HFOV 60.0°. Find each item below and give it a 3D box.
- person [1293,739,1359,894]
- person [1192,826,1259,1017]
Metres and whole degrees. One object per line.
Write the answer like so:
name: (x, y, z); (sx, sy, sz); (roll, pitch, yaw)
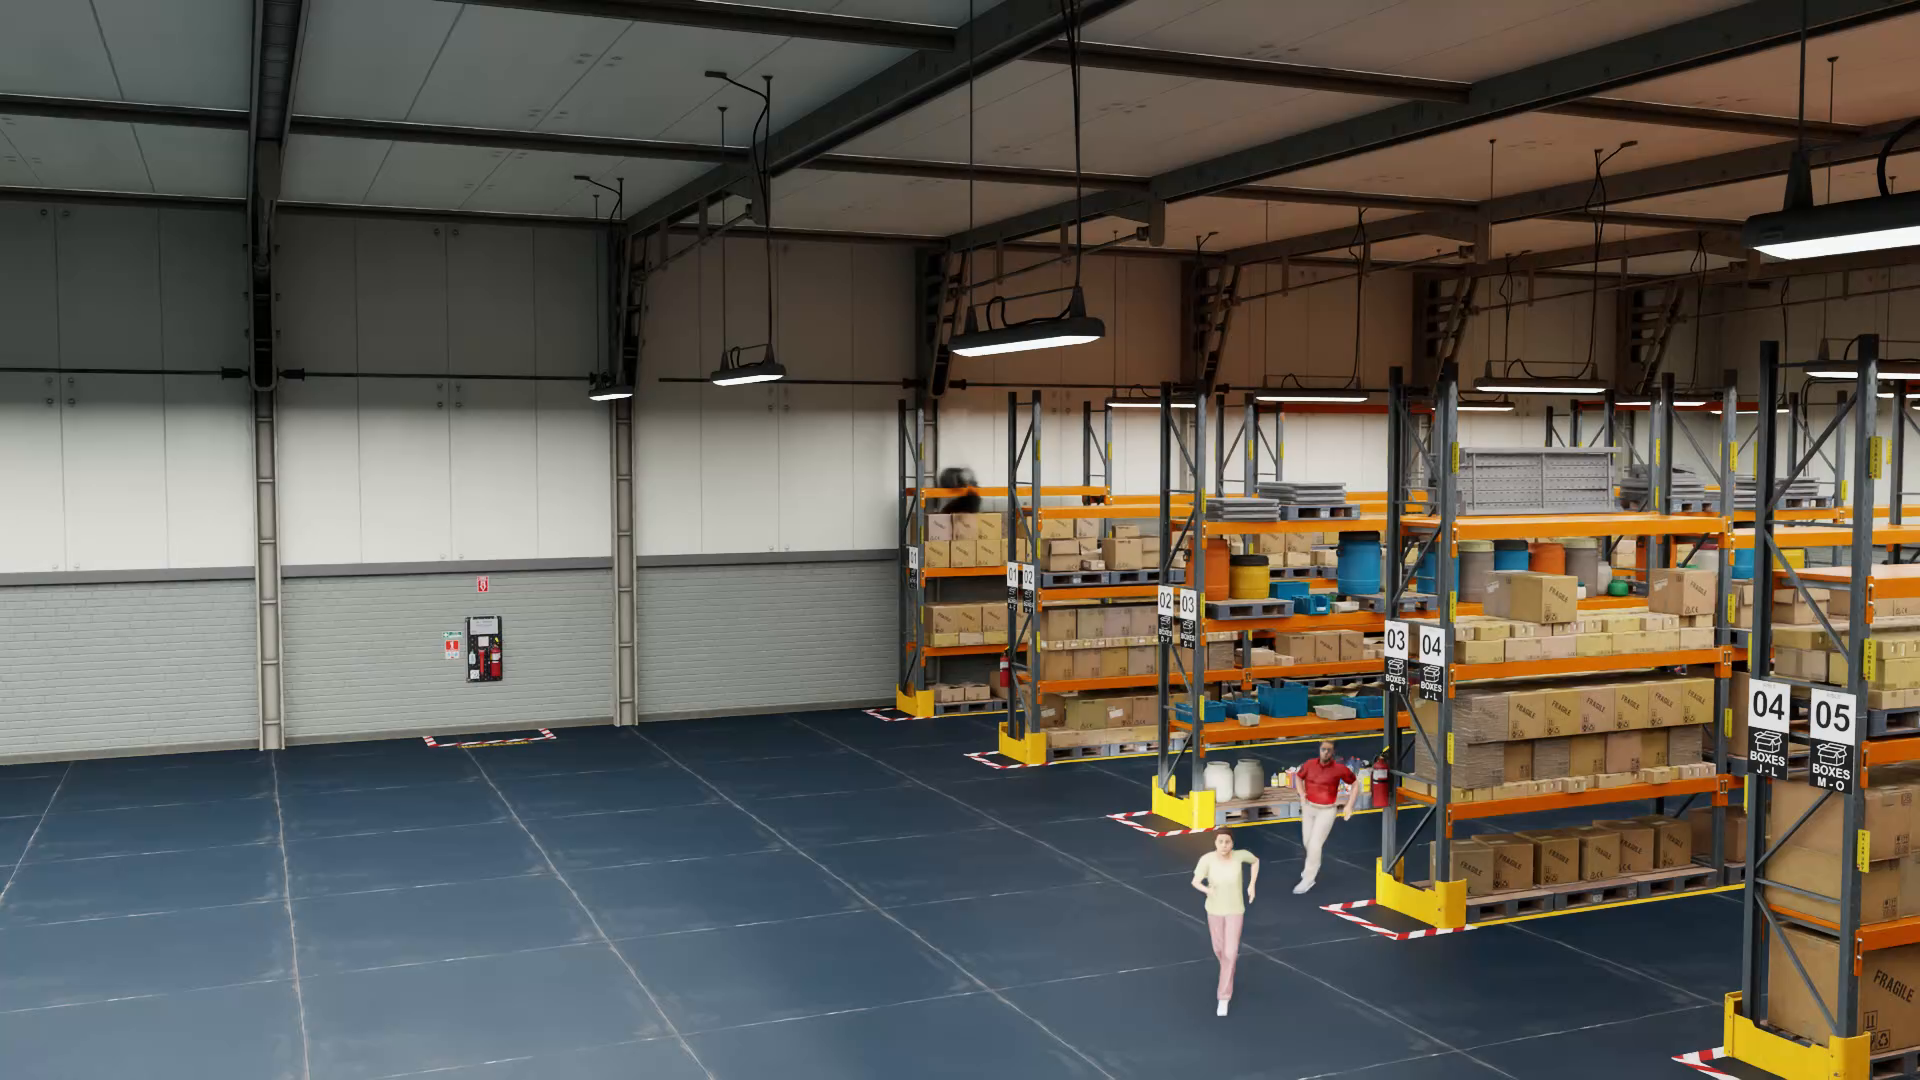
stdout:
person: (4.201, 3.174, 19.262); (0.723, 1.745, 0.832); (3, 4, 38)
person: (2.451, 3.456, 15.347); (0.591, 1.716, 0.890); (1, 3, 14)
